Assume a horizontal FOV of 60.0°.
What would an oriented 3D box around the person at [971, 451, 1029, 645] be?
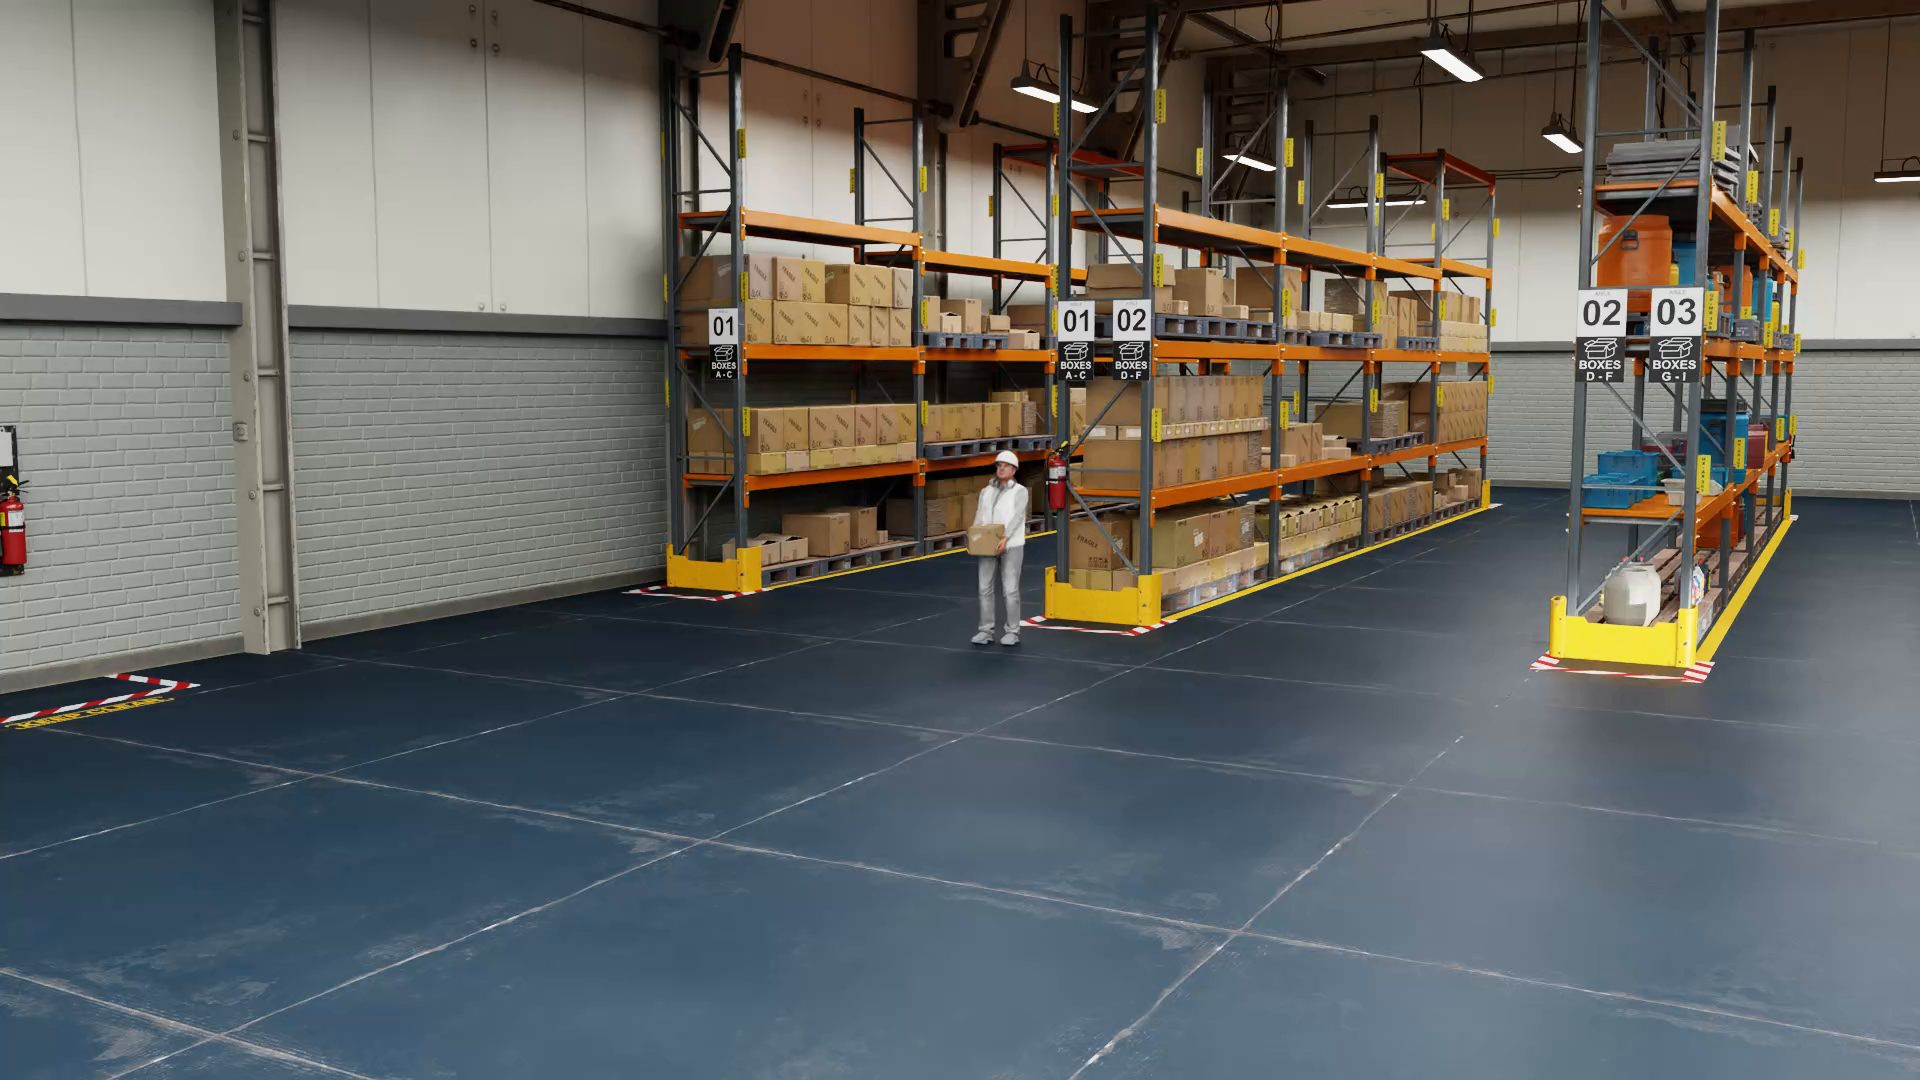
[{"bbox_3d":[0.349,0.074,15.273,0.501,1.774,0.548,3,7,28],"label":"person"}]
